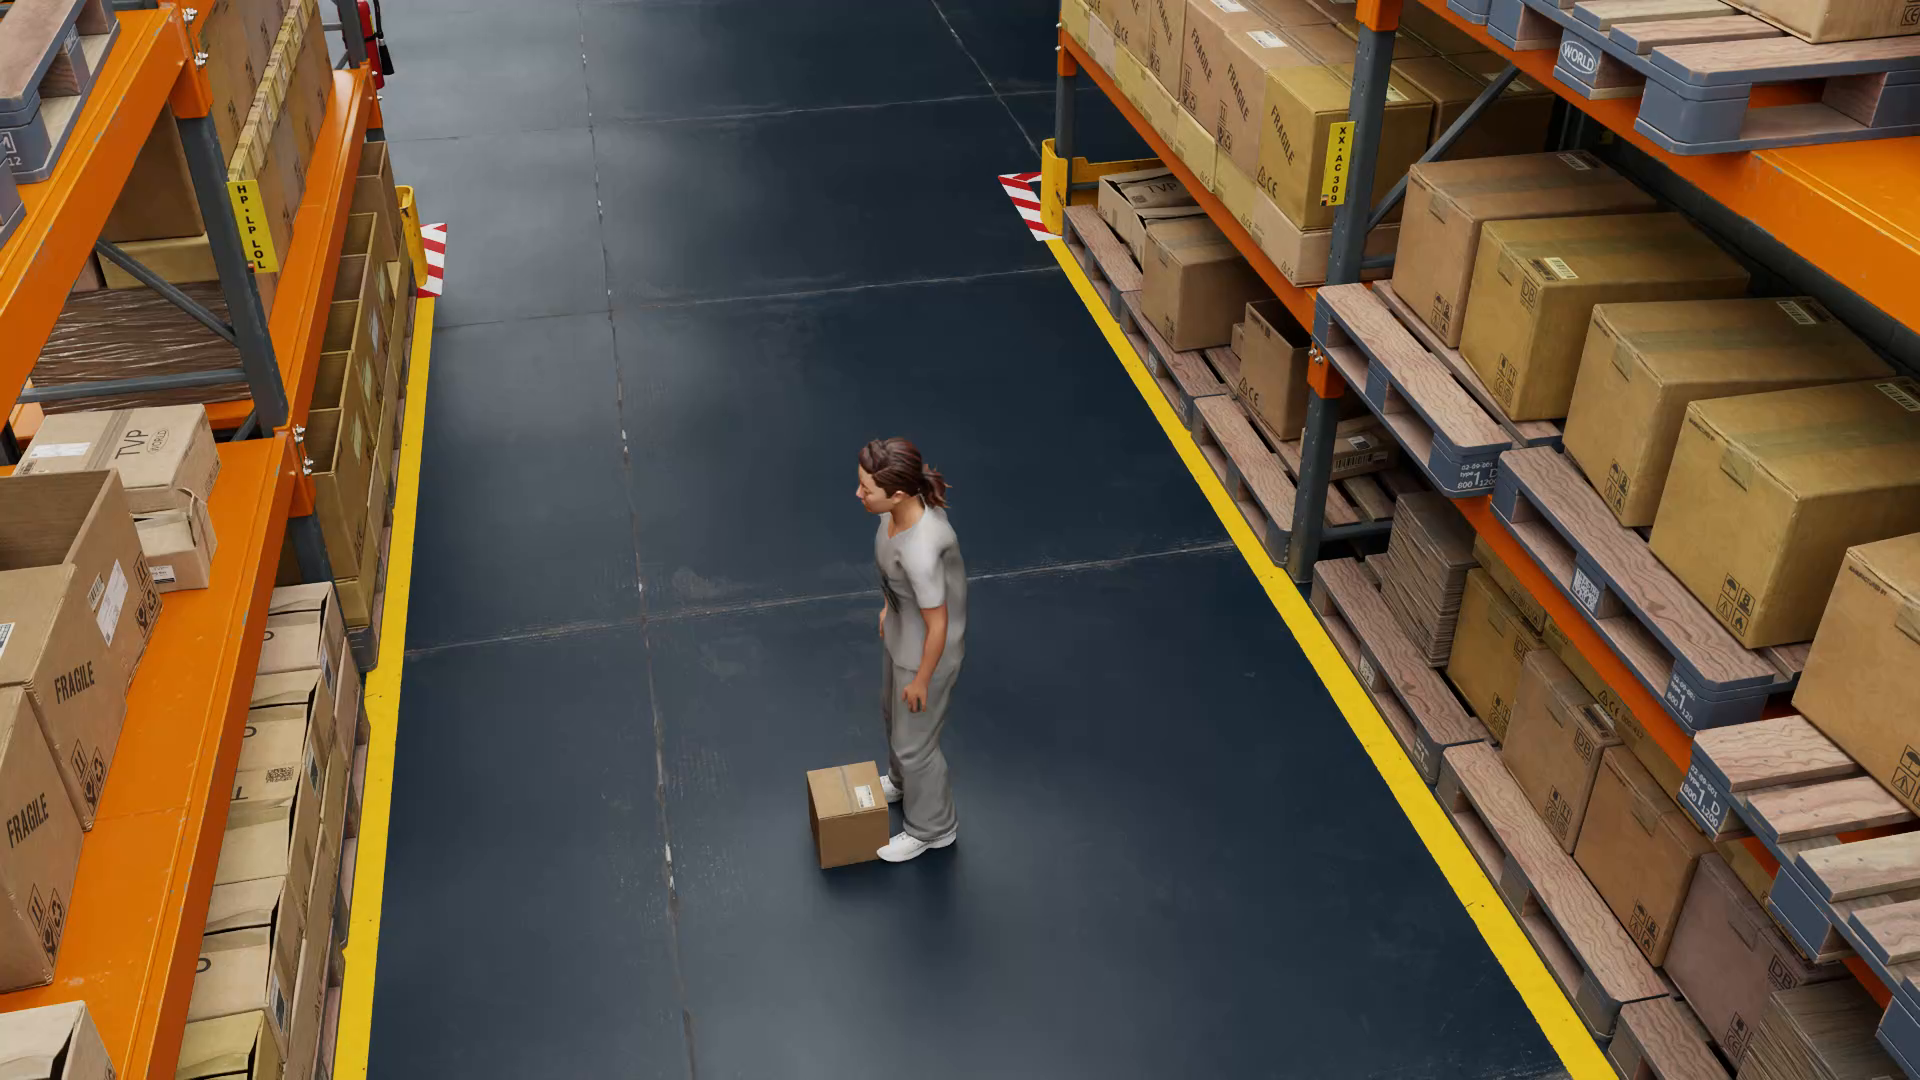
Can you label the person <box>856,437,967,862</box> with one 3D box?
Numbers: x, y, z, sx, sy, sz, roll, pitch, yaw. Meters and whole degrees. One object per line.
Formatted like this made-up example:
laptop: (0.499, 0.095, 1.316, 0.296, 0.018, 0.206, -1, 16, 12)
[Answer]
person: (-0.162, 0.363, 5.616, 0.351, 1.672, 0.497, -8, 35, -11)
